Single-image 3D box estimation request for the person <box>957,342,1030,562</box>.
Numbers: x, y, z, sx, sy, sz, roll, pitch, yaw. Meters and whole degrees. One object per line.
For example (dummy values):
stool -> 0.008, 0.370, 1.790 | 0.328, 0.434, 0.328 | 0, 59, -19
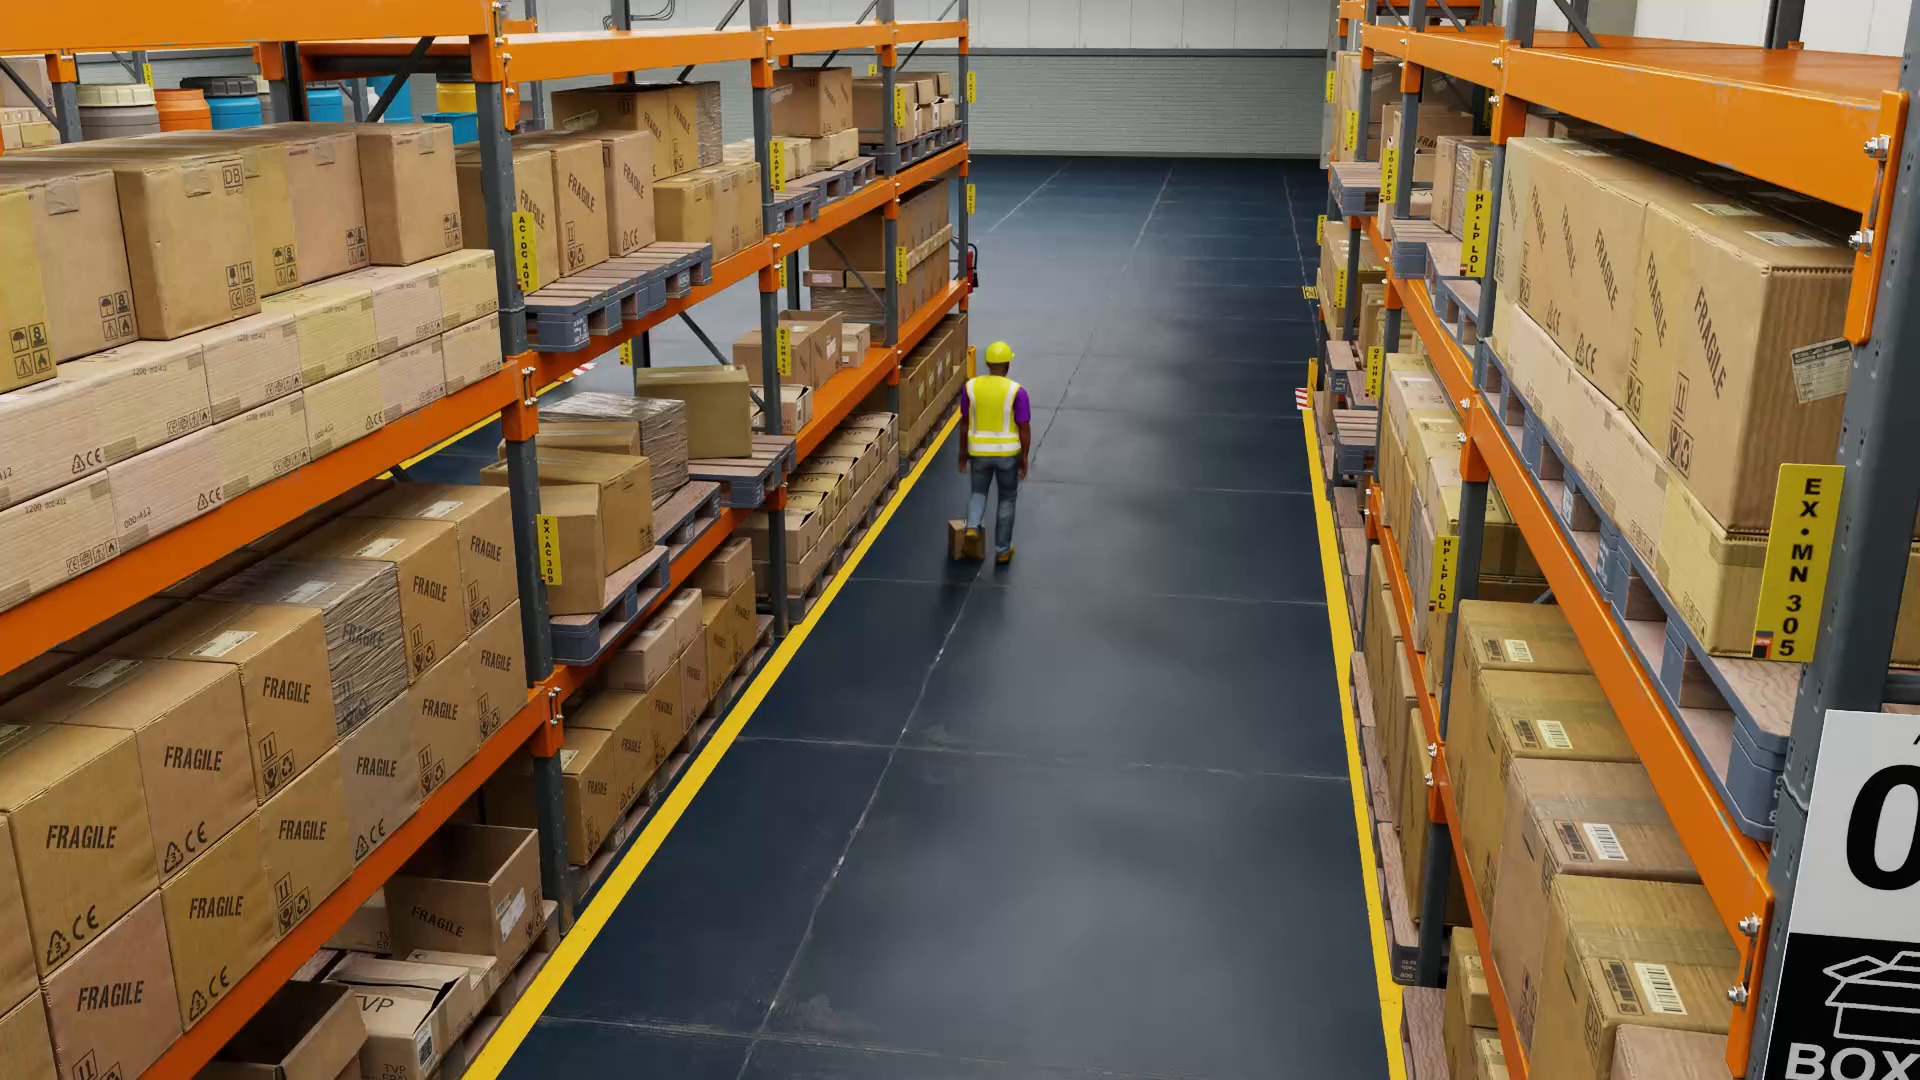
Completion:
person -> 0.247, -0.663, 13.022 | 0.597, 1.752, 0.615 | 5, 19, 16
